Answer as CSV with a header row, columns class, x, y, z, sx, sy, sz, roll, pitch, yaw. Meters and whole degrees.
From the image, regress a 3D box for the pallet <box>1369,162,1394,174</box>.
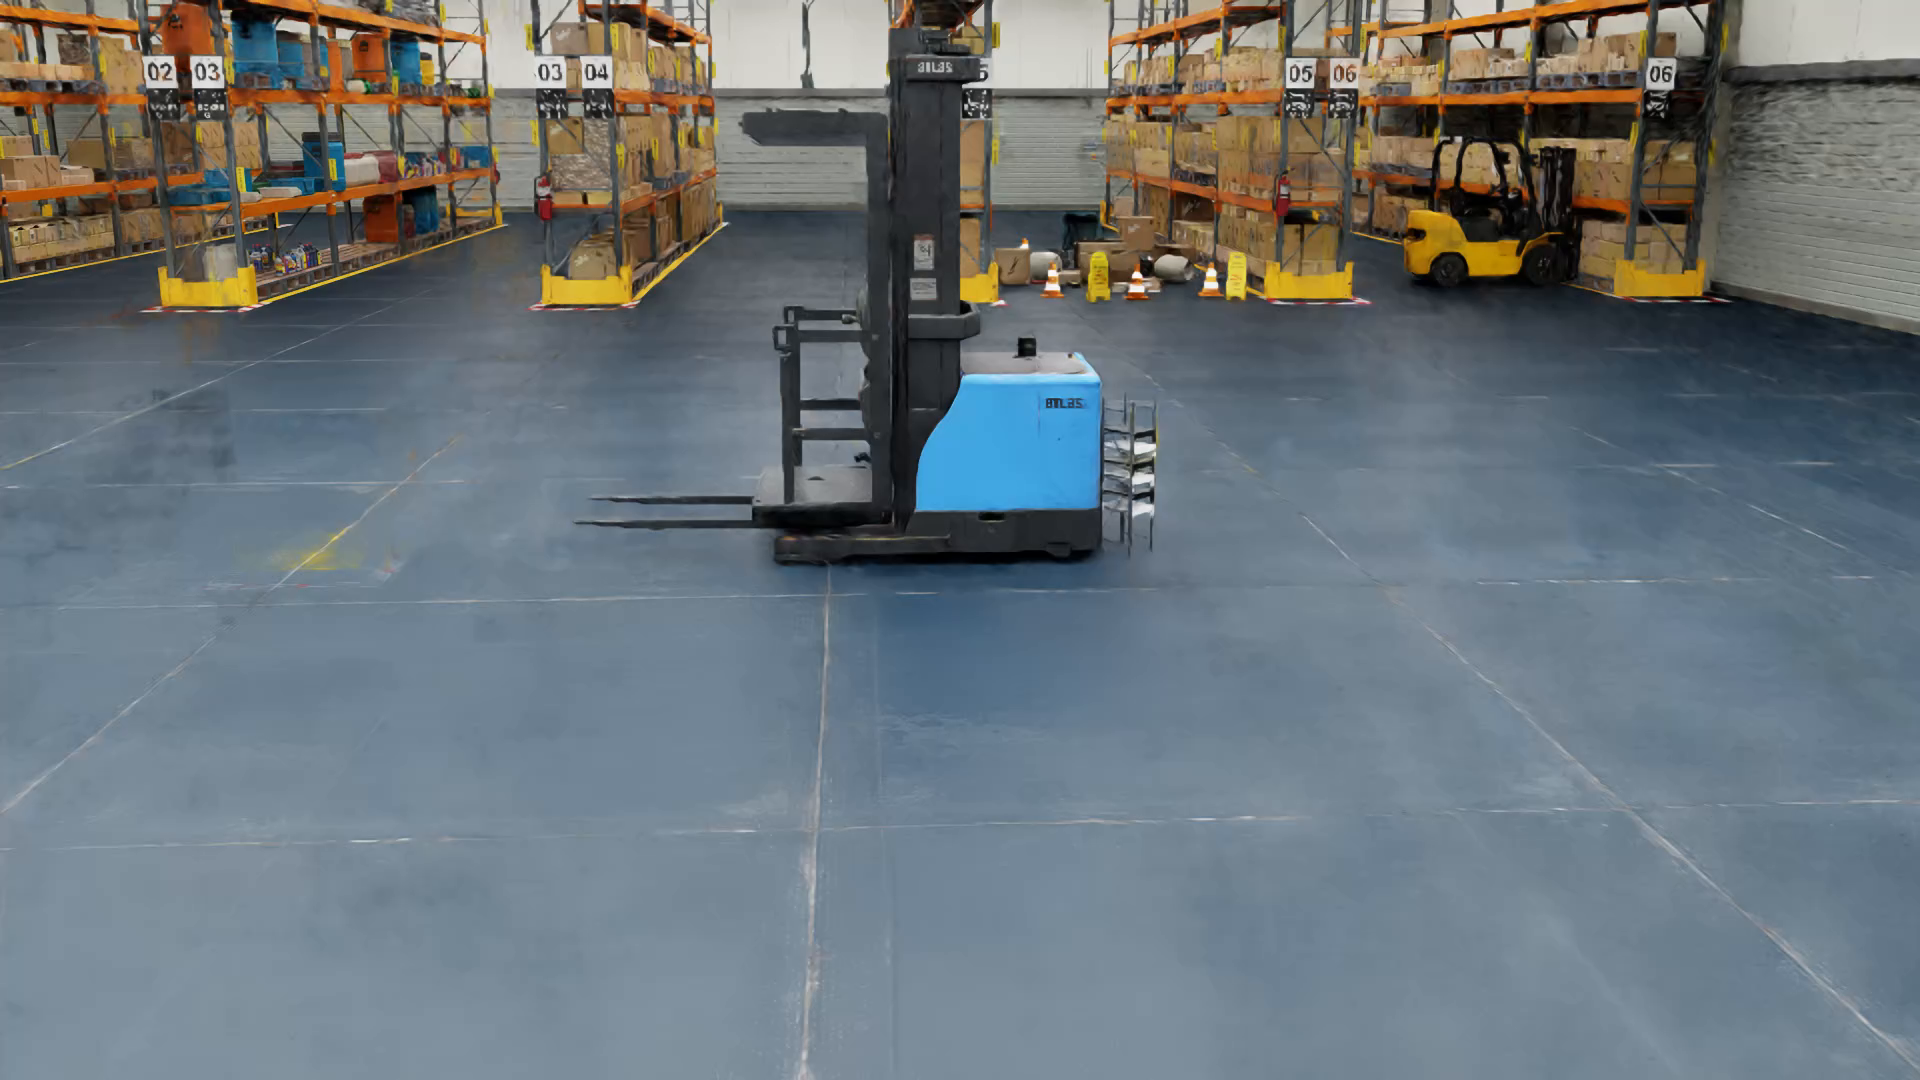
class,x,y,z,sx,sy,sz,roll,pitch,yaw
pallet,8.999,-7.583,33.865,1.003,0.211,1.213,-1,14,-3

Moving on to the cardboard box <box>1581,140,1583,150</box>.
class,x,y,z,sx,sy,sz,roll,pitch,yaw
cardboard box,9.469,-5.866,24.707,0.380,0.149,0.250,-1,14,-3

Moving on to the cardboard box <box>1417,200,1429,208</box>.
class,x,y,z,sx,sy,sz,roll,pitch,yaw
cardboard box,9.003,-6.441,31.914,0.380,0.149,0.250,-1,14,-5

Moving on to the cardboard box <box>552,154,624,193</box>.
class,x,y,z,sx,sy,sz,roll,pitch,yaw
cardboard box,-5.049,-4.992,22.609,0.875,0.500,0.500,-1,14,-3

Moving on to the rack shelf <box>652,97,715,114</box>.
class,x,y,z,sx,sy,sz,roll,pitch,yaw
rack shelf,-5.910,-9.248,35.374,1.077,0.370,4.000,-1,14,-3

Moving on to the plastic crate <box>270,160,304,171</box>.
class,x,y,z,sx,sy,sz,roll,pitch,yaw
plastic crate,-10.569,-5.727,26.136,0.402,0.464,0.583,-1,14,-3

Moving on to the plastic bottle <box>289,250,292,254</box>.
class,x,y,z,sx,sy,sz,roll,pitch,yaw
plastic bottle,-9.975,-4.186,24.844,0.061,0.283,0.133,-1,14,-3

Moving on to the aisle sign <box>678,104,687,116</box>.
class,x,y,z,sx,sy,sz,roll,pitch,yaw
aisle sign,-6.338,-9.913,37.318,0.394,0.787,0.004,-1,14,-3

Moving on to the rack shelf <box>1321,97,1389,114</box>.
class,x,y,z,sx,sy,sz,roll,pitch,yaw
rack shelf,8.935,-9.478,36.270,1.077,0.370,4.000,-1,14,-3

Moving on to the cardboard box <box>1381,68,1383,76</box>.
class,x,y,z,sx,sy,sz,roll,pitch,yaw
cardboard box,8.727,-9.457,33.608,0.380,0.149,0.250,-1,14,-3

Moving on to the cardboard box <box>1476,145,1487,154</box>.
class,x,y,z,sx,sy,sz,roll,pitch,yaw
cardboard box,9.109,-6.713,28.596,0.380,0.149,0.250,-1,14,-5

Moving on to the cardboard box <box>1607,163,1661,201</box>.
class,x,y,z,sx,sy,sz,roll,pitch,yaw
cardboard box,9.510,-5.059,23.469,0.500,0.500,0.500,-1,14,-5

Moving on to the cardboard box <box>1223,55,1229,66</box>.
class,x,y,z,sx,sy,sz,roll,pitch,yaw
cardboard box,4.294,-7.443,25.820,0.380,0.149,0.250,-1,14,-4

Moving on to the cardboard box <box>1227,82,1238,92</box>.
class,x,y,z,sx,sy,sz,roll,pitch,yaw
cardboard box,4.333,-6.993,25.671,0.380,0.149,0.250,-1,14,-3

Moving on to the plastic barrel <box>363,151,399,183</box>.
class,x,y,z,sx,sy,sz,roll,pitch,yaw
plastic barrel,-10.151,-6.530,29.114,0.600,0.536,0.708,-1,14,-3

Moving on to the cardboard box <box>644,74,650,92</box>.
class,x,y,z,sx,sy,sz,roll,pitch,yaw
cardboard box,-5.002,-6.927,25.212,0.500,0.250,0.500,0,14,-1

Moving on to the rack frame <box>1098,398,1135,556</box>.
class,x,y,z,sx,sy,sz,roll,pitch,yaw
rack frame,0.906,-0.365,9.638,0.240,0.900,0.006,14,20,43

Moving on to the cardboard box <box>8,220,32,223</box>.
class,x,y,z,sx,sy,sz,roll,pitch,yaw
cardboard box,-15.584,-5.123,27.467,0.500,0.311,0.500,-1,14,-4

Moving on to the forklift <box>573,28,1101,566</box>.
class,x,y,z,sx,sy,sz,roll,pitch,yaw
forklift,-0.724,-1.407,9.611,3.031,2.935,1.130,-1,14,-3

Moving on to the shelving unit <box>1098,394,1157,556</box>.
class,x,y,z,sx,sy,sz,roll,pitch,yaw
shelving unit,0.977,-0.383,9.709,0.258,0.900,0.210,14,20,43

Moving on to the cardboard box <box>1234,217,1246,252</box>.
class,x,y,z,sx,sy,sz,roll,pitch,yaw
cardboard box,4.443,-4.632,25.179,0.500,0.500,0.500,0,14,-1

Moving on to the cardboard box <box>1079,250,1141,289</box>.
class,x,y,z,sx,sy,sz,roll,pitch,yaw
cardboard box,2.213,-4.004,24.577,0.797,0.503,0.637,-13,20,-42

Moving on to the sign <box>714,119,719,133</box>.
class,x,y,z,sx,sy,sz,roll,pitch,yaw
sign,-5.492,-9.321,37.436,0.100,0.325,0.005,-1,14,-3

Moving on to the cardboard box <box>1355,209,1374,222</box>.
class,x,y,z,sx,sy,sz,roll,pitch,yaw
cardboard box,8.709,-6.979,35.775,0.396,0.266,0.258,0,14,-1

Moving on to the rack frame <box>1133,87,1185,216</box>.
class,x,y,z,sx,sy,sz,roll,pitch,yaw
rack frame,4.105,-7.799,34.319,1.000,3.000,0.127,-1,14,-3

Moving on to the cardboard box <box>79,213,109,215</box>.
class,x,y,z,sx,sy,sz,roll,pitch,yaw
cardboard box,-15.718,-5.731,30.414,0.500,0.500,0.500,0,14,-1

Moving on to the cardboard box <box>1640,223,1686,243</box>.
class,x,y,z,sx,sy,sz,roll,pitch,yaw
cardboard box,9.961,-4.371,23.663,0.500,0.250,0.500,-1,14,-4

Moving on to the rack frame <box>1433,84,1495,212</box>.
class,x,y,z,sx,sy,sz,roll,pitch,yaw
rack frame,9.306,-6.882,30.754,1.000,3.000,0.127,-1,14,-3

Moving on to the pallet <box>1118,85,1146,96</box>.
class,x,y,z,sx,sy,sz,roll,pitch,yaw
pallet,3.992,-9.715,35.924,1.003,0.211,1.213,-1,14,-3

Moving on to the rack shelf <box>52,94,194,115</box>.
class,x,y,z,sx,sy,sz,roll,pitch,yaw
rack shelf,-15.550,-8.101,30.916,1.077,0.370,4.000,-1,14,-3

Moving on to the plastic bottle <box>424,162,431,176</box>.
class,x,y,z,sx,sy,sz,roll,pitch,yaw
plastic bottle,-10.320,-7.167,32.110,0.152,0.276,0.135,-1,14,-3

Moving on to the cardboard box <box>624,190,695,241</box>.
class,x,y,z,sx,sy,sz,roll,pitch,yaw
cardboard box,-5.560,-5.998,30.739,1.225,0.875,0.875,-2,15,-6

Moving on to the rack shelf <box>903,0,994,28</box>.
class,x,y,z,sx,sy,sz,roll,pitch,yaw
rack shelf,-0.210,-7.574,23.650,1.077,0.370,4.000,-1,14,-3

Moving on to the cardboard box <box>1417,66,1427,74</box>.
class,x,y,z,sx,sy,sz,roll,pitch,yaw
cardboard box,8.927,-8.940,31.637,0.380,0.149,0.250,-1,14,-5

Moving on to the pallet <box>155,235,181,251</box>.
class,x,y,z,sx,sy,sz,roll,pitch,yaw
pallet,-15.507,-5.638,31.515,1.003,0.211,1.213,-1,14,-3

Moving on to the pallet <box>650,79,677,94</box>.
class,x,y,z,sx,sy,sz,roll,pitch,yaw
pallet,-5.290,-7.431,27.247,1.213,0.211,1.003,-1,14,-3

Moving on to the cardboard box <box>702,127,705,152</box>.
class,x,y,z,sx,sy,sz,roll,pitch,yaw
cardboard box,-5.584,-8.326,34.567,0.500,0.500,0.500,-1,14,-3

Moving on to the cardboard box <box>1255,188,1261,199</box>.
class,x,y,z,sx,sy,sz,roll,pitch,yaw
cardboard box,4.444,-4.972,23.834,0.380,0.149,0.250,-1,14,-2

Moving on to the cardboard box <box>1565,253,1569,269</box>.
class,x,y,z,sx,sy,sz,roll,pitch,yaw
cardboard box,9.360,-4.253,25.213,0.500,0.250,0.500,0,14,-2

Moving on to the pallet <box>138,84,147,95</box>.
class,x,y,z,sx,sy,sz,roll,pitch,yaw
pallet,-15.636,-8.435,31.146,1.213,0.211,1.003,-1,14,-3

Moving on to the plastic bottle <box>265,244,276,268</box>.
class,x,y,z,sx,sy,sz,roll,pitch,yaw
plastic bottle,-10.454,-4.305,25.173,0.144,0.351,0.185,-1,14,-3

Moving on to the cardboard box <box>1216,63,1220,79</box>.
class,x,y,z,sx,sy,sz,roll,pitch,yaw
cardboard box,4.420,-7.536,26.735,0.500,0.250,0.500,-1,14,-5

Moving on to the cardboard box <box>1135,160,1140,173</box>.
class,x,y,z,sx,sy,sz,roll,pitch,yaw
cardboard box,3.869,-7.613,33.897,0.500,0.250,0.500,-1,14,-5

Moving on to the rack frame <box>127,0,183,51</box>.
class,x,y,z,sx,sy,sz,roll,pitch,yaw
rack frame,-15.674,-10.400,32.386,1.000,3.000,0.127,-1,14,-3

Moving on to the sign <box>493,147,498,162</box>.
class,x,y,z,sx,sy,sz,roll,pitch,yaw
sign,-10.429,-8.656,37.322,0.100,0.325,0.005,-1,14,-3

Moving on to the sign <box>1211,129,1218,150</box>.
class,x,y,z,sx,sy,sz,roll,pitch,yaw
sign,4.047,-6.361,26.405,0.100,0.325,0.005,-1,14,-3

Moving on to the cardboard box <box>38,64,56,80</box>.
class,x,y,z,sx,sy,sz,roll,pitch,yaw
cardboard box,-15.267,-7.698,27.365,0.500,0.250,0.500,-1,14,-5
